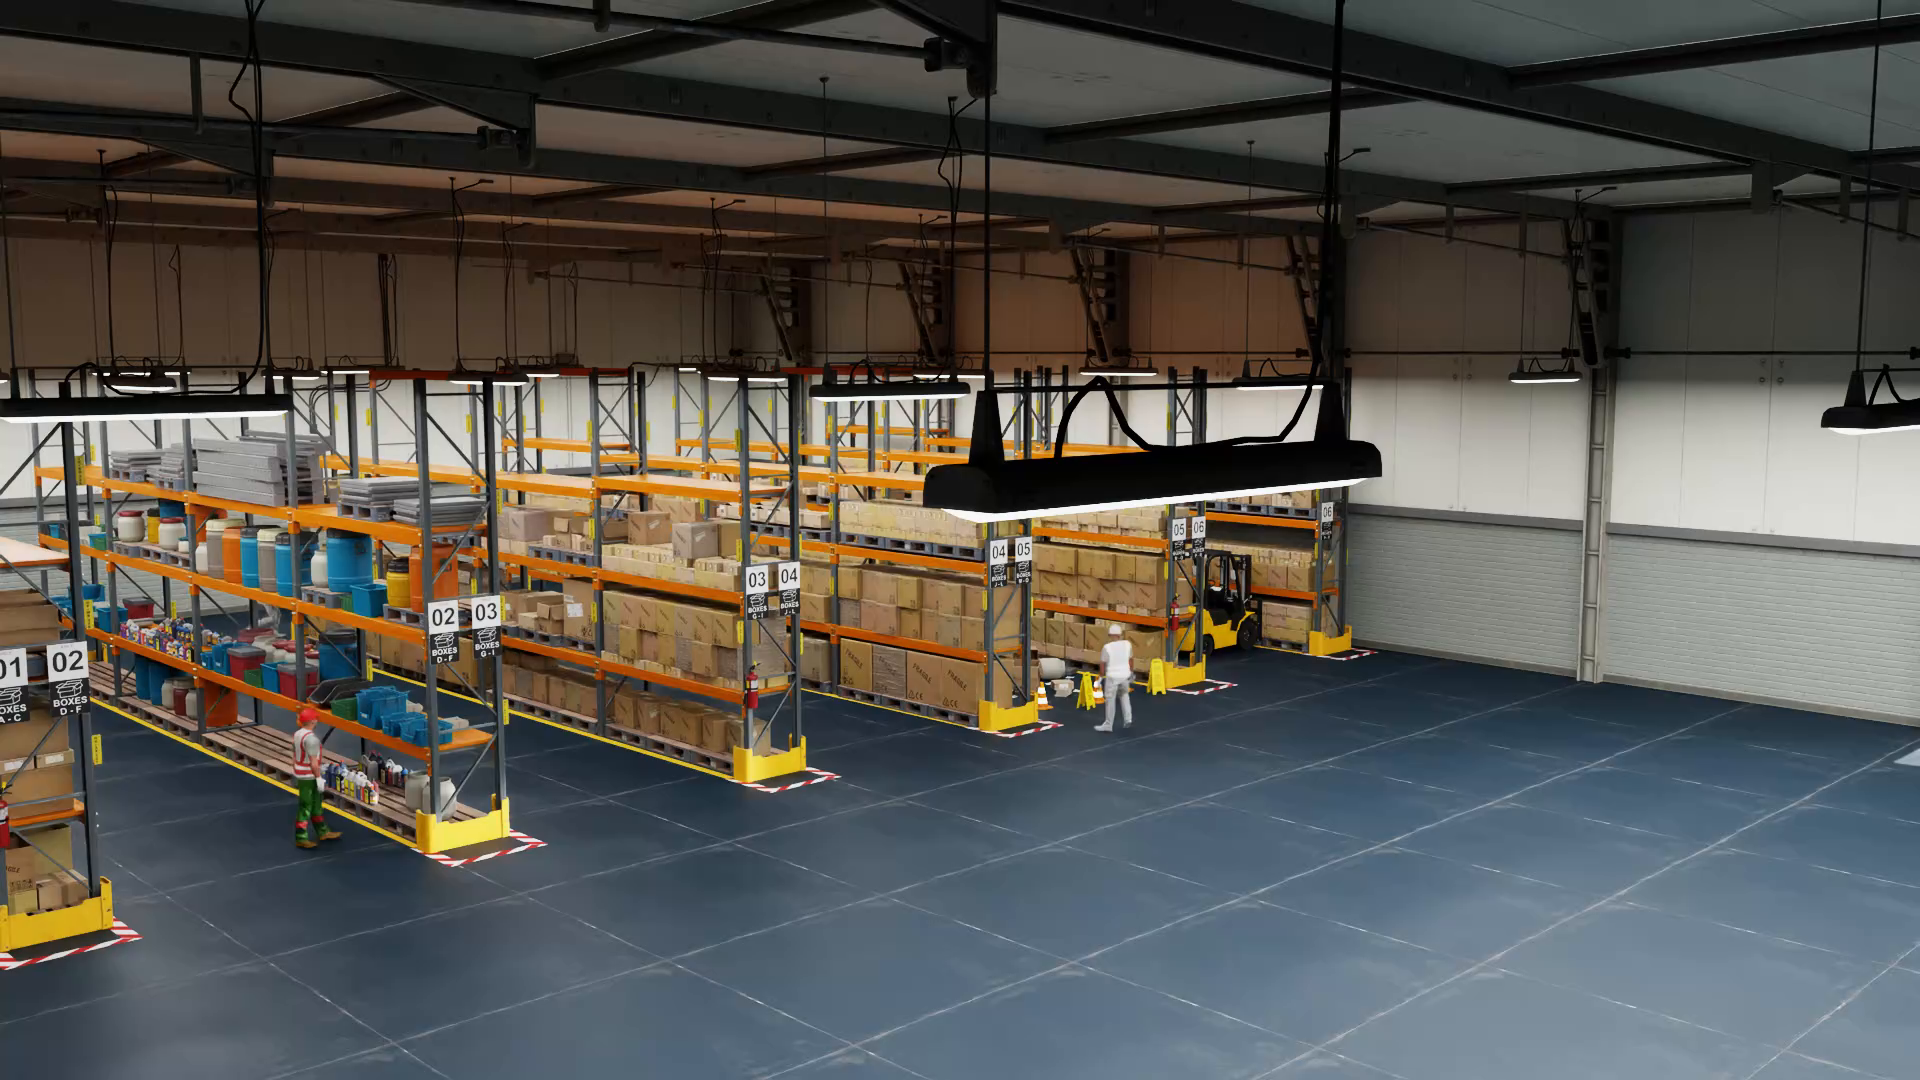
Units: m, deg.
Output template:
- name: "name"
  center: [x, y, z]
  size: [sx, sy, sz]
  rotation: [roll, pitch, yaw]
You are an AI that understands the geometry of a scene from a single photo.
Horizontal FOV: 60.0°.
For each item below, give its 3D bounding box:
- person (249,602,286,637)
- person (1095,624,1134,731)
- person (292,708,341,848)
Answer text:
- name: "person"
  center: [-15.300, 1.322, 36.670]
  size: [0.758, 1.728, 0.594]
  rotation: [-3, 7, -26]
- name: "person"
  center: [2.633, 2.298, 27.806]
  size: [0.657, 1.786, 0.409]
  rotation: [-3, 7, -27]
- name: "person"
  center: [-8.283, 3.038, 21.383]
  size: [0.576, 1.784, 0.596]
  rotation: [-3, 7, -23]
